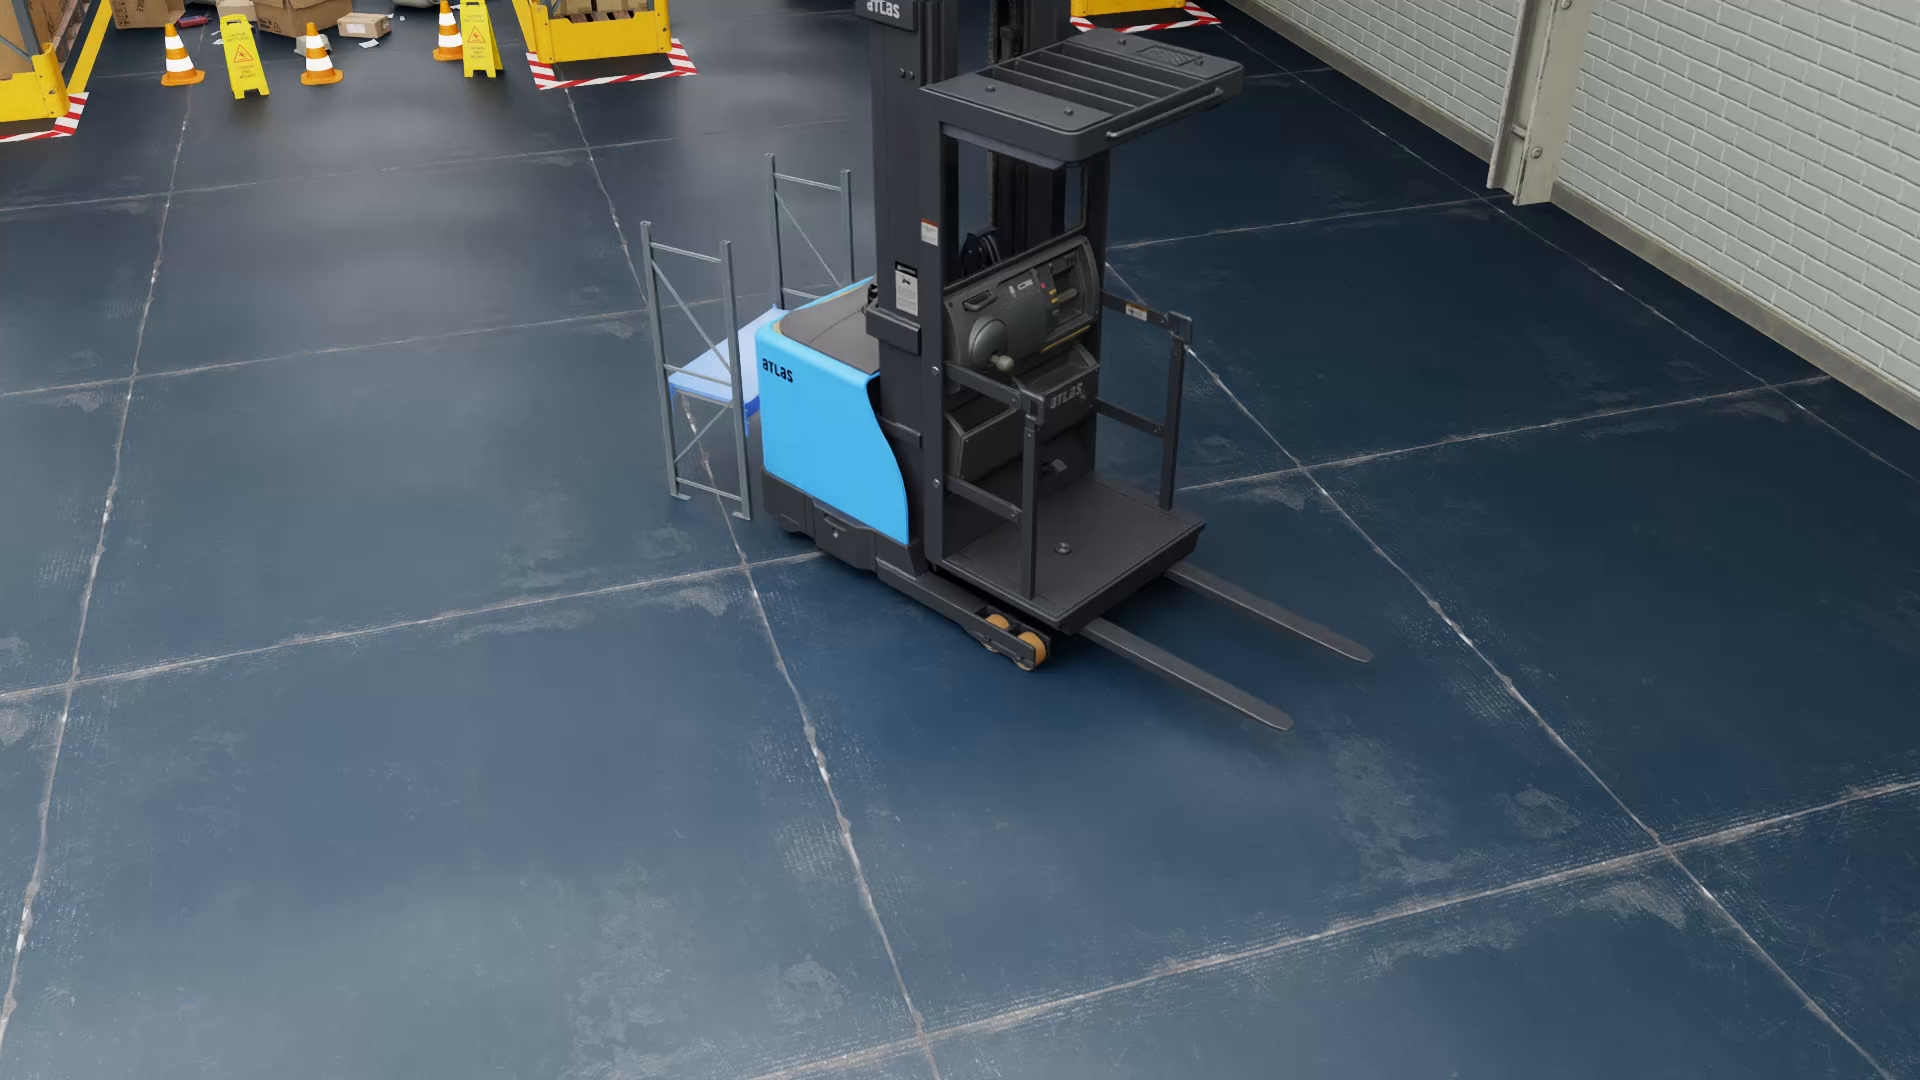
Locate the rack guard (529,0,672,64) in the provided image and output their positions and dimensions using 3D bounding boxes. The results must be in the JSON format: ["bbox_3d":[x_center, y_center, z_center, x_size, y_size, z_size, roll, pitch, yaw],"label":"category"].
[{"bbox_3d":[-3.170,-4.559,14.696,1.175,0.500,0.348,-10,35,-15],"label":"rack guard"}]

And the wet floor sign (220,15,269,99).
[{"bbox_3d":[-5.936,-4.012,13.737,0.267,0.644,0.232,-16,37,-23],"label":"wet floor sign"}]

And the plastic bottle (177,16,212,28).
[{"bbox_3d":[-7.146,-4.845,15.527,0.283,0.061,0.133,-23,40,-31],"label":"plastic bottle"}]

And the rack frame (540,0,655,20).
[{"bbox_3d":[-3.147,-5.562,13.947,1.000,3.000,0.127,-10,35,-15],"label":"rack frame"}]

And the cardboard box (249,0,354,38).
[{"bbox_3d":[-6.094,-5.017,15.386,0.637,0.503,0.797,19,38,26],"label":"cardboard box"}]

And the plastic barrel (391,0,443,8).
[{"bbox_3d":[-5.219,-5.317,15.913,0.512,0.421,0.421,13,36,18],"label":"plastic barrel"}]

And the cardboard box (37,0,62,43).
[{"bbox_3d":[-8.371,-4.772,14.297,0.875,0.875,0.875,-11,35,-15],"label":"cardboard box"}]

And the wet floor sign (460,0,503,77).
[{"bbox_3d":[-4.108,-4.300,14.173,0.267,0.644,0.232,1,33,2],"label":"wet floor sign"}]

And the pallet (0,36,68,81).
[{"bbox_3d":[-8.149,-3.920,13.991,1.003,0.211,1.213,-10,35,-15],"label":"pallet"}]

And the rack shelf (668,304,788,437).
[{"bbox_3d":[-1.023,-0.891,8.564,0.538,0.185,1.000,17,37,24],"label":"rack shelf"}]

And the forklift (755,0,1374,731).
[{"bbox_3d":[0.435,-0.974,7.065,3.031,2.935,1.130,27,42,35],"label":"forklift"}]

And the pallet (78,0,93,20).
[{"bbox_3d":[-8.893,-5.201,15.930,1.003,0.211,1.213,-10,35,-15],"label":"pallet"}]

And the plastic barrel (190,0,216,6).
[{"bbox_3d":[-7.244,-5.364,15.984,0.512,0.421,0.421,13,36,18],"label":"plastic barrel"}]

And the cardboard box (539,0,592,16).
[{"bbox_3d":[-3.657,-4.982,15.182,0.500,0.250,0.500,-10,35,-15],"label":"cardboard box"}]

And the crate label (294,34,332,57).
[{"bbox_3d":[-5.759,-4.414,14.806,0.298,0.136,0.250,27,42,34],"label":"crate label"}]

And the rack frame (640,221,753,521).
[{"bbox_3d":[-1.272,-0.796,8.095,0.500,1.500,0.032,17,37,24],"label":"rack frame"}]

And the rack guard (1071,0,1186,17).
[{"bbox_3d":[1.586,-5.344,15.883,1.175,0.500,0.348,-10,35,-15],"label":"rack guard"}]

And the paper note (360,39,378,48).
[{"bbox_3d":[-5.331,-4.485,15.010,0.148,0.019,0.142,-23,40,-31],"label":"paper note"}]

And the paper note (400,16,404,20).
[{"bbox_3d":[-5.266,-4.925,15.694,0.032,0.001,0.123,-10,35,-15],"label":"paper note"}]

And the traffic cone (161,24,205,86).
[{"bbox_3d":[-6.640,-4.136,14.090,0.336,0.463,0.334,-10,35,-15],"label":"traffic cone"}]

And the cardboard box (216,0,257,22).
[{"bbox_3d":[-6.772,-5.044,15.642,0.396,0.266,0.258,-4,34,-6],"label":"cardboard box"}]

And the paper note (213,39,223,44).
[{"bbox_3d":[-6.679,-4.524,15.071,0.144,0.017,0.142,1,33,2],"label":"paper note"}]

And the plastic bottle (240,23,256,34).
[{"bbox_3d":[-6.617,-4.727,15.348,0.133,0.061,0.283,-23,40,-31],"label":"plastic bottle"}]

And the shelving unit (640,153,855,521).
[{"bbox_3d":[-1.023,-1.041,8.464,0.538,1.500,1.048,17,37,24],"label":"shelving unit"}]

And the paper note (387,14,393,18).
[{"bbox_3d":[-5.447,-4.952,15.726,0.148,0.019,0.142,1,33,2],"label":"paper note"}]

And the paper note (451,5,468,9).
[{"bbox_3d":[-4.811,-5.136,15.995,0.142,0.019,0.148,-23,40,-31],"label":"paper note"}]

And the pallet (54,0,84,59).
[{"bbox_3d":[-8.517,-4.559,14.959,1.003,0.211,1.213,-10,35,-15],"label":"pallet"}]

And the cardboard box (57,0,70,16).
[{"bbox_3d":[-8.647,-5.251,15.022,0.875,0.875,0.875,-10,35,-14],"label":"cardboard box"}]

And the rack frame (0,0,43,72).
[{"bbox_3d":[-7.830,-4.677,12.607,1.000,3.000,0.127,-10,35,-15],"label":"rack frame"}]

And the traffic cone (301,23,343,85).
[{"bbox_3d":[-5.460,-4.148,14.107,0.336,0.463,0.334,-10,35,-15],"label":"traffic cone"}]

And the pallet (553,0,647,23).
[{"bbox_3d":[-3.384,-4.871,15.430,1.003,0.211,1.213,-10,35,-15],"label":"pallet"}]

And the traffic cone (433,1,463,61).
[{"bbox_3d":[-4.507,-4.513,14.660,0.336,0.463,0.334,-10,35,-15],"label":"traffic cone"}]

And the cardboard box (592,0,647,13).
[{"bbox_3d":[-3.130,-5.060,15.300,0.500,0.250,0.500,-10,35,-15],"label":"cardboard box"}]

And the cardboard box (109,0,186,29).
[{"bbox_3d":[-7.600,-5.093,15.501,0.500,0.500,0.500,-4,34,-6],"label":"cardboard box"}]

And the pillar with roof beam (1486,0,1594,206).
[{"bbox_3d":[-0.045,-5.545,8.479,9.100,9.000,0.400,-10,35,-15],"label":"pillar with roof beam"}]

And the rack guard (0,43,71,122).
[{"bbox_3d":[-7.823,-3.621,13.277,1.175,0.500,0.348,-10,35,-15],"label":"rack guard"}]

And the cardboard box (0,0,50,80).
[{"bbox_3d":[-8.100,-4.311,13.599,0.875,0.875,0.875,-10,35,-14],"label":"cardboard box"}]

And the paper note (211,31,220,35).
[{"bbox_3d":[-6.849,-4.669,15.306,0.032,0.001,0.123,7,34,10],"label":"paper note"}]

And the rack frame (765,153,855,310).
[{"bbox_3d":[-0.774,-1.285,8.834,0.500,1.500,0.032,17,37,24],"label":"rack frame"}]

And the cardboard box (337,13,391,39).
[{"bbox_3d":[-5.470,-4.721,15.260,0.380,0.149,0.250,7,34,10],"label":"cardboard box"}]
